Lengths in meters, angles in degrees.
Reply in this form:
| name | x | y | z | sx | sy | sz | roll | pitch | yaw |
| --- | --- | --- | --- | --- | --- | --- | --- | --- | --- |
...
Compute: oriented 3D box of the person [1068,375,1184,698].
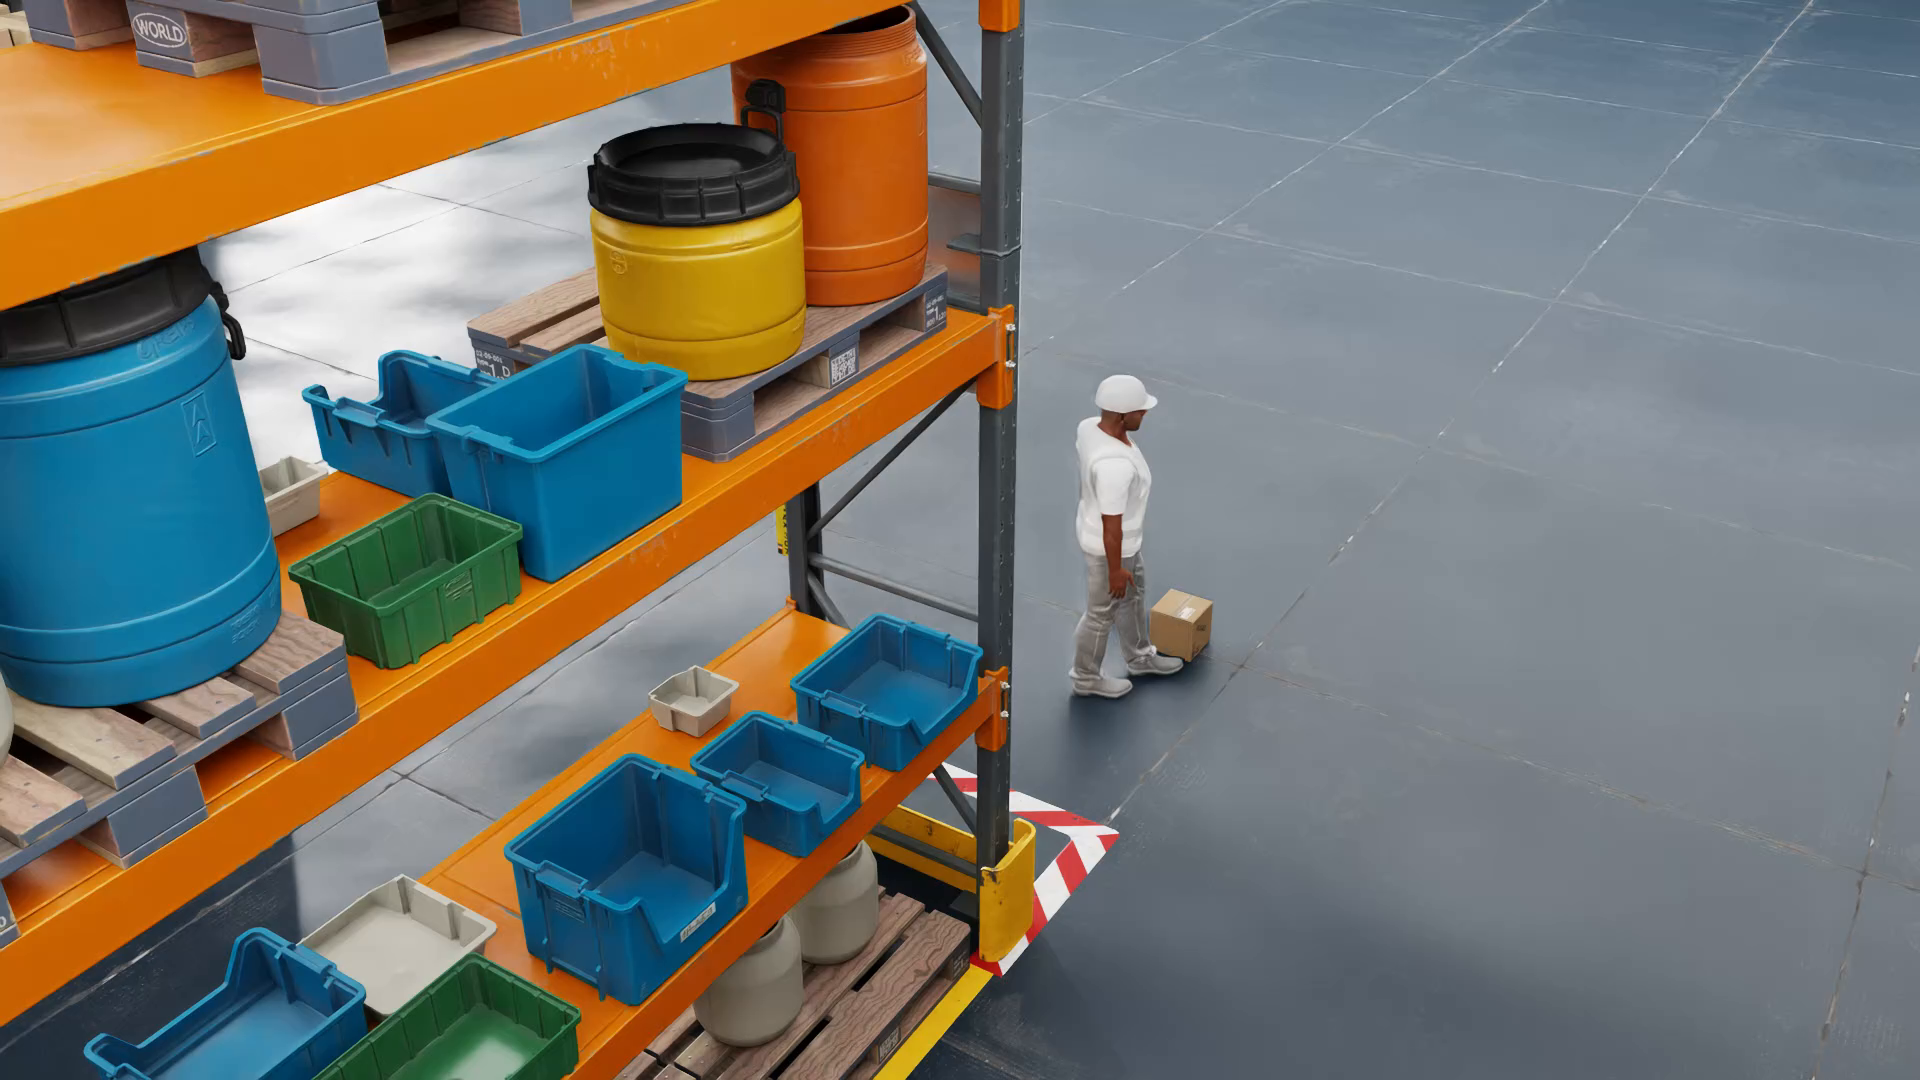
| name | x | y | z | sx | sy | sz | roll | pitch | yaw |
| --- | --- | --- | --- | --- | --- | --- | --- | --- | --- |
| person | 0.866 | -0.002 | 8.139 | 0.626 | 1.761 | 0.587 | -1 | 30 | -2 |
